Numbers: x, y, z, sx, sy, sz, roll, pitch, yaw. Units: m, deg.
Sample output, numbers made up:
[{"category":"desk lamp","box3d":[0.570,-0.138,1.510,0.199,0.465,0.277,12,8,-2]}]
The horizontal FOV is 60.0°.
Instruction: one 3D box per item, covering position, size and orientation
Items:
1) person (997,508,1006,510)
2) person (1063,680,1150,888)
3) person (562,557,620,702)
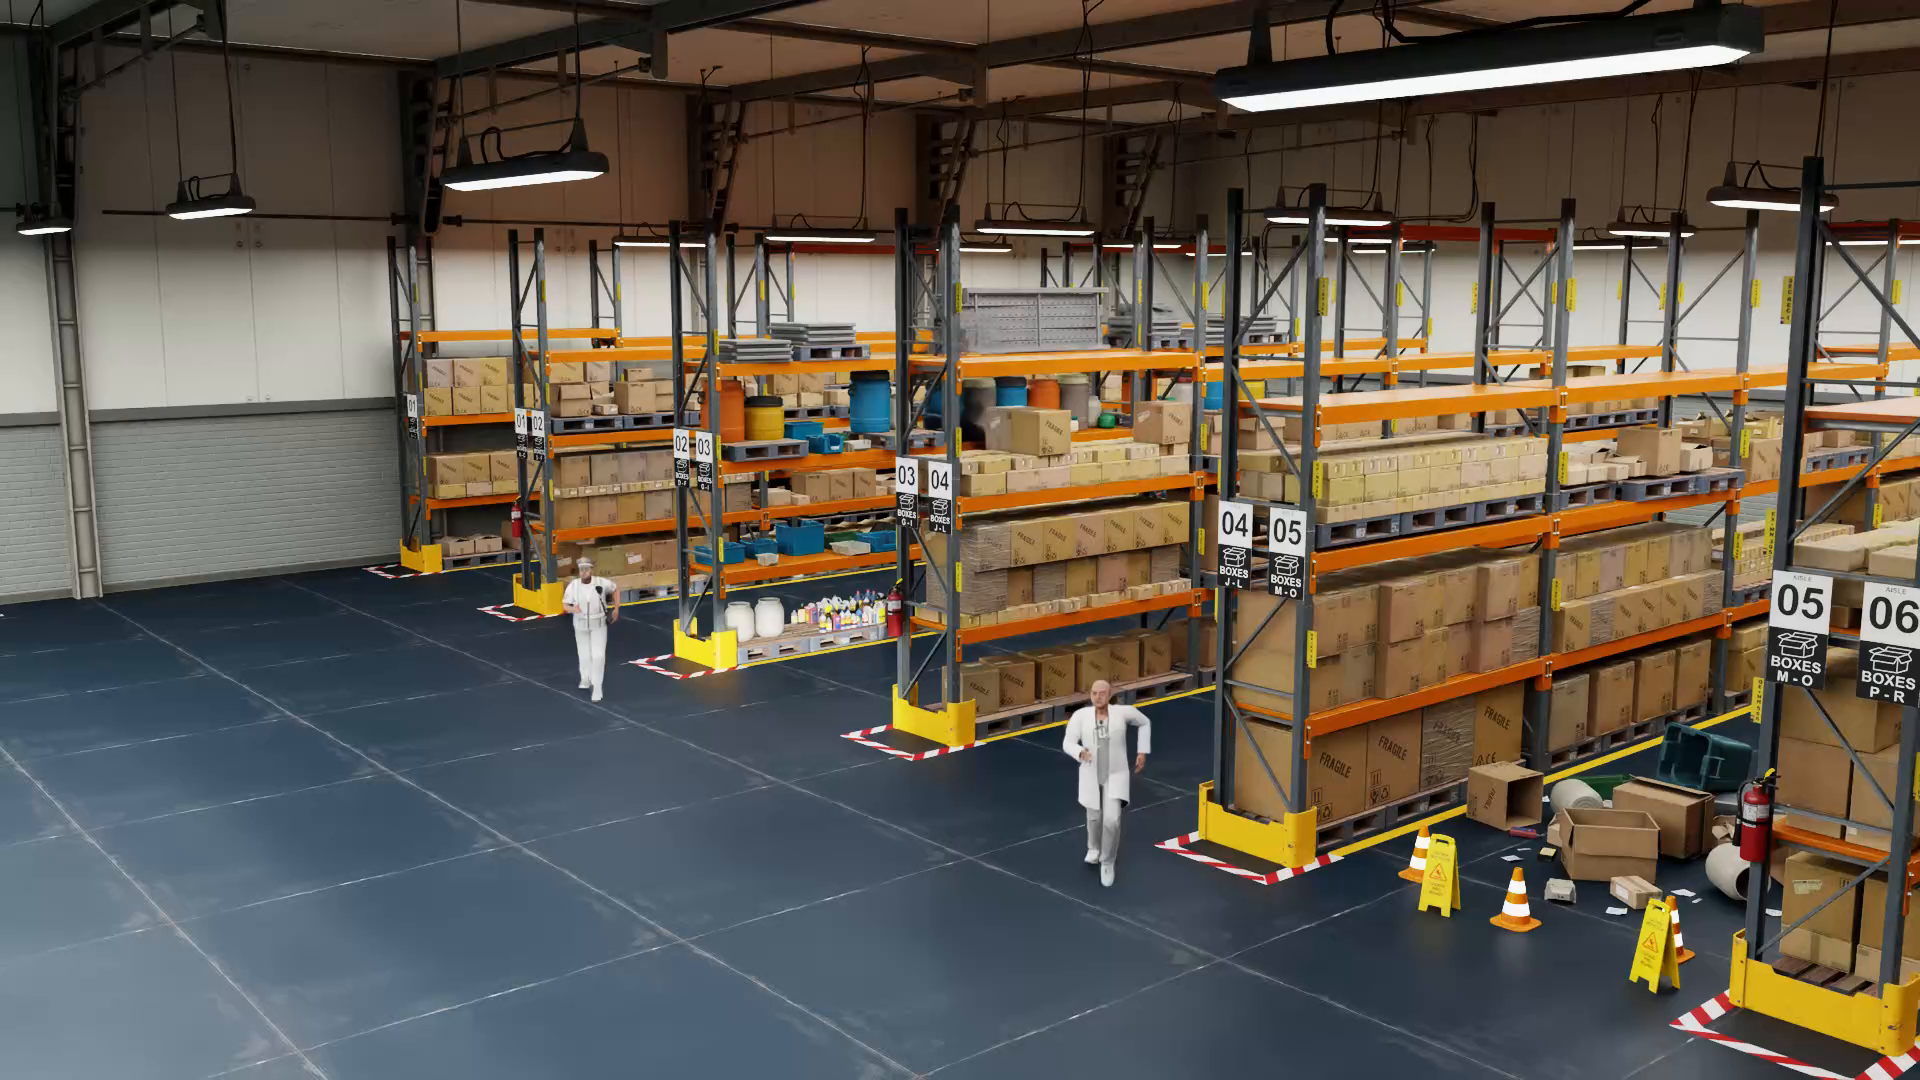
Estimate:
[{"category":"person","box3d":[0.558,-0.261,28.324,0.638,1.843,0.783,8,12,42]},{"category":"person","box3d":[1.270,2.087,14.457,0.732,1.800,0.952,2,9,13]},{"category":"person","box3d":[-4.627,1.103,20.887,0.676,1.830,0.906,-1,9,-4]}]
